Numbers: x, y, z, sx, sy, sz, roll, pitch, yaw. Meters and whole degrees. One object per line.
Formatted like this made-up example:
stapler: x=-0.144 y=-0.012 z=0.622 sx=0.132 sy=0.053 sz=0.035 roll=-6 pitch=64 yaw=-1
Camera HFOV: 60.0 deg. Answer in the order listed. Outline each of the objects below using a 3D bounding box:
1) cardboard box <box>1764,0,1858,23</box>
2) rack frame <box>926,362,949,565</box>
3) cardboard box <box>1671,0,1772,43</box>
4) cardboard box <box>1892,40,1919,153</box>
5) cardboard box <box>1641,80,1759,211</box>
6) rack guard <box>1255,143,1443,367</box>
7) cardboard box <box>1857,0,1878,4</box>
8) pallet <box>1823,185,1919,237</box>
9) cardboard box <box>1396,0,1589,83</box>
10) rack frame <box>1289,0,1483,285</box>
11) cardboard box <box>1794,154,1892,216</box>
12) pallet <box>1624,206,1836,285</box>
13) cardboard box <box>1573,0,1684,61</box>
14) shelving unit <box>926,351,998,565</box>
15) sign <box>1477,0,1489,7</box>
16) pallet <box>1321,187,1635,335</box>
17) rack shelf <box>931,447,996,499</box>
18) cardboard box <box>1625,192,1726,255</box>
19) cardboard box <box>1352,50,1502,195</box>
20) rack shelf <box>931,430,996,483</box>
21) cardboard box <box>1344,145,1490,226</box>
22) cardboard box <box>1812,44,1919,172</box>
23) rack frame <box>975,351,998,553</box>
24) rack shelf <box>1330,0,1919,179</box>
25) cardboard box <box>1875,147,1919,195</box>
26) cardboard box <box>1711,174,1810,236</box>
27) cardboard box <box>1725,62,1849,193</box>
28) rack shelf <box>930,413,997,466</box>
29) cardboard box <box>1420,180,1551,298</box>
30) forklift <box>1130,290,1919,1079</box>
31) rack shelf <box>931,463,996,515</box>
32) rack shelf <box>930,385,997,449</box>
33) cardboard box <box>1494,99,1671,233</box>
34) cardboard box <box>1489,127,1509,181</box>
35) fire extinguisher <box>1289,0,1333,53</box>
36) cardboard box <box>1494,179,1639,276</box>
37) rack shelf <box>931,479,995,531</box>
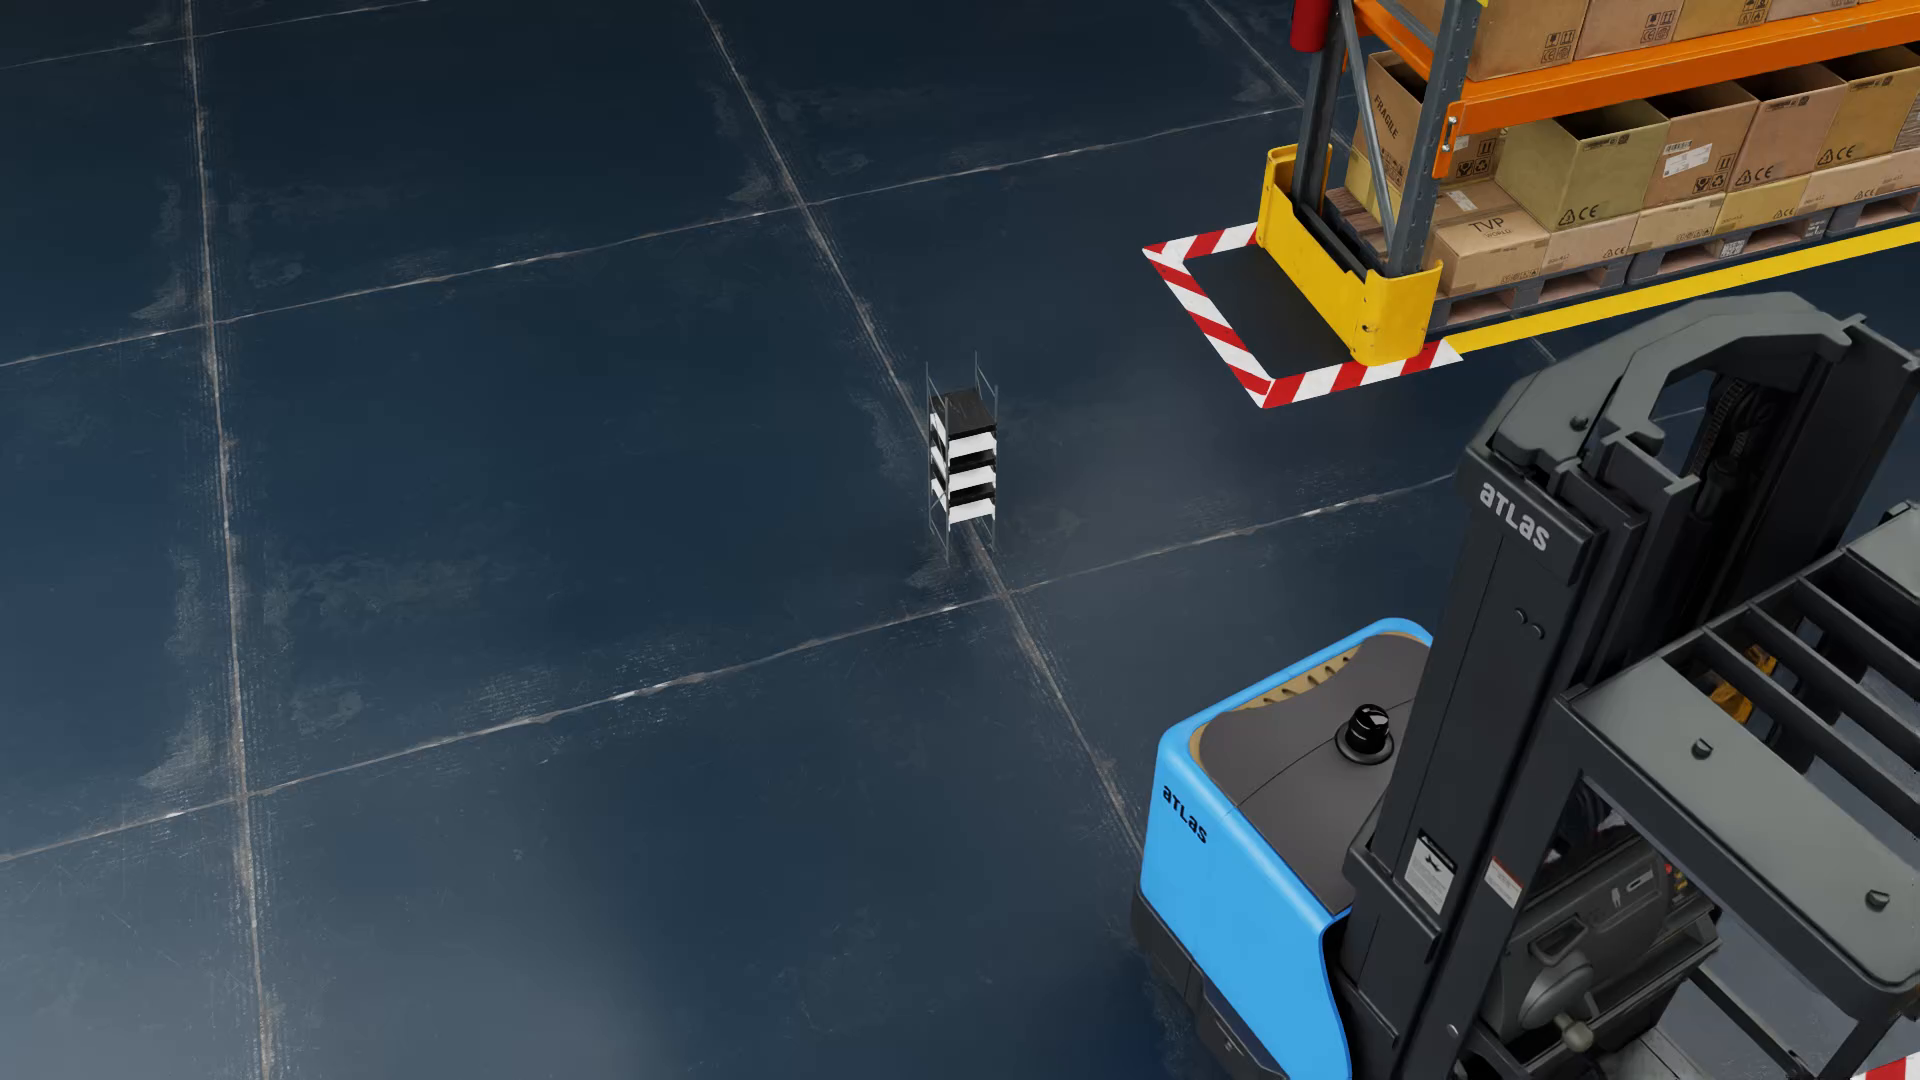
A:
cardboard box: x=3.793 y=-2.817 z=7.678 sx=0.500 sy=0.500 sz=0.700 roll=-13 pitch=47 yaw=-13
rack frame: x=-0.088 y=-0.295 z=6.718 sx=0.006 sy=0.900 sz=0.240 roll=-14 pitch=47 yaw=-14
cardboard box: x=3.299 y=-2.688 z=7.550 sx=0.500 sy=0.500 sz=0.700 roll=-14 pitch=47 yaw=-14
cardboard box: x=4.820 y=-2.338 z=8.387 sx=0.500 sy=0.500 sz=0.500 roll=-14 pitch=47 yaw=-14
cardboard box: x=3.410 y=-1.977 z=8.027 sx=0.500 sy=0.500 sz=0.500 roll=-14 pitch=47 yaw=-14
rack guard: x=1.872 y=-1.415 z=8.117 sx=0.348 sy=0.500 sz=1.175 roll=-14 pitch=47 yaw=-14
cardboard box: x=4.274 y=-2.941 z=7.802 sx=0.500 sy=0.500 sz=0.700 roll=-14 pitch=47 yaw=-13
pallet: x=4.894 y=-2.118 z=9.021 sx=1.213 sy=0.211 sz=1.003 roll=-14 pitch=47 yaw=-14
cardboard box: x=2.338 y=-2.443 z=7.305 sx=0.500 sy=0.500 sz=0.700 roll=-14 pitch=47 yaw=-14
rack frame: x=1.894 y=-2.304 z=7.237 sx=0.127 sy=3.000 sz=1.000 roll=-14 pitch=47 yaw=-14
cardboard box: x=4.356 y=-1.942 z=8.522 sx=0.500 sy=0.250 sz=0.500 roll=-14 pitch=47 yaw=-14
pallet: x=3.745 y=-1.822 z=8.726 sx=1.213 sy=0.211 sz=1.003 roll=-14 pitch=47 yaw=-14
cardboard box: x=2.830 y=-2.572 z=7.434 sx=0.500 sy=0.500 sz=0.700 roll=-13 pitch=47 yaw=-13
shelving unit: x=0.008 y=-0.320 z=6.743 sx=0.210 sy=0.900 sz=0.258 roll=-14 pitch=47 yaw=-14
sign: x=2.077 y=-2.266 z=6.533 sx=0.005 sy=0.325 sz=0.100 roll=-14 pitch=47 yaw=-14
pallet: x=2.599 y=-1.531 z=8.436 sx=1.213 sy=0.211 sz=1.003 roll=-14 pitch=47 yaw=-14
rack shelf: x=0.008 y=-0.296 z=6.766 sx=0.200 sy=0.077 sz=0.258 roll=-14 pitch=47 yaw=-14
cardboard box: x=3.414 y=-1.705 z=8.285 sx=0.500 sy=0.250 sz=0.500 roll=-14 pitch=47 yaw=-14
cardboard box: x=2.298 y=-2.073 z=8.123 sx=0.500 sy=0.500 sz=0.500 roll=-14 pitch=47 yaw=-14
rack shelf: x=0.008 y=-0.360 z=6.702 sx=0.200 sy=0.077 sz=0.258 roll=-14 pitch=47 yaw=-14
cardboard box: x=2.298 y=-1.807 z=8.387 sx=0.500 sy=0.250 sz=0.500 roll=-14 pitch=47 yaw=-14
cardboard box: x=4.351 y=-2.215 z=8.265 sx=0.500 sy=0.500 sz=0.500 roll=-14 pitch=47 yaw=-14
rack frame: x=0.103 y=-0.344 z=6.767 sx=0.006 sy=0.900 sz=0.240 roll=-14 pitch=47 yaw=-14
rack shelf: x=3.775 y=-2.531 z=7.972 sx=4.000 sy=0.370 sz=1.077 roll=-14 pitch=47 yaw=-14
cardboard box: x=4.821 y=-2.072 z=8.652 sx=0.500 sy=0.250 sz=0.500 roll=-14 pitch=47 yaw=-14
cardboard box: x=3.886 y=-1.822 z=8.402 sx=0.500 sy=0.250 sz=0.500 roll=-14 pitch=47 yaw=-14
cardboard box: x=3.886 y=-2.086 z=8.136 sx=0.500 sy=0.500 sz=0.500 roll=-14 pitch=47 yaw=-14
rack shelf: x=0.008 y=-0.423 z=6.639 sx=0.200 sy=0.077 sz=0.258 roll=-14 pitch=47 yaw=-14
cardboard box: x=2.474 y=-1.462 z=8.043 sx=0.500 sy=0.250 sz=0.500 roll=-14 pitch=47 yaw=-14
forklift: x=1.776 y=1.016 z=3.977 sx=1.130 sy=2.935 sz=3.031 roll=-23 pitch=50 yaw=-22
rack shelf: x=0.008 y=-0.233 z=6.830 sx=0.200 sy=0.077 sz=0.258 roll=-14 pitch=47 yaw=-14
rack shelf: x=0.008 y=-0.487 z=6.575 sx=0.200 sy=0.077 sz=0.258 roll=-14 pitch=47 yaw=-14
cardboard box: x=2.944 y=-1.848 z=7.899 sx=0.500 sy=0.500 sz=0.500 roll=-14 pitch=47 yaw=-14
cardboard box: x=2.764 y=-1.935 z=8.515 sx=0.500 sy=0.250 sz=0.500 roll=-14 pitch=47 yaw=-14
fire extinguisher: x=1.625 y=-2.557 z=7.545 sx=0.183 sy=0.674 sz=0.296 roll=-14 pitch=47 yaw=-14
cardboard box: x=2.943 y=-1.585 z=8.166 sx=0.500 sy=0.250 sz=0.500 roll=-14 pitch=47 yaw=-14
rack shelf: x=0.008 y=-0.169 z=6.894 sx=0.200 sy=0.077 sz=0.258 roll=-14 pitch=47 yaw=-14
